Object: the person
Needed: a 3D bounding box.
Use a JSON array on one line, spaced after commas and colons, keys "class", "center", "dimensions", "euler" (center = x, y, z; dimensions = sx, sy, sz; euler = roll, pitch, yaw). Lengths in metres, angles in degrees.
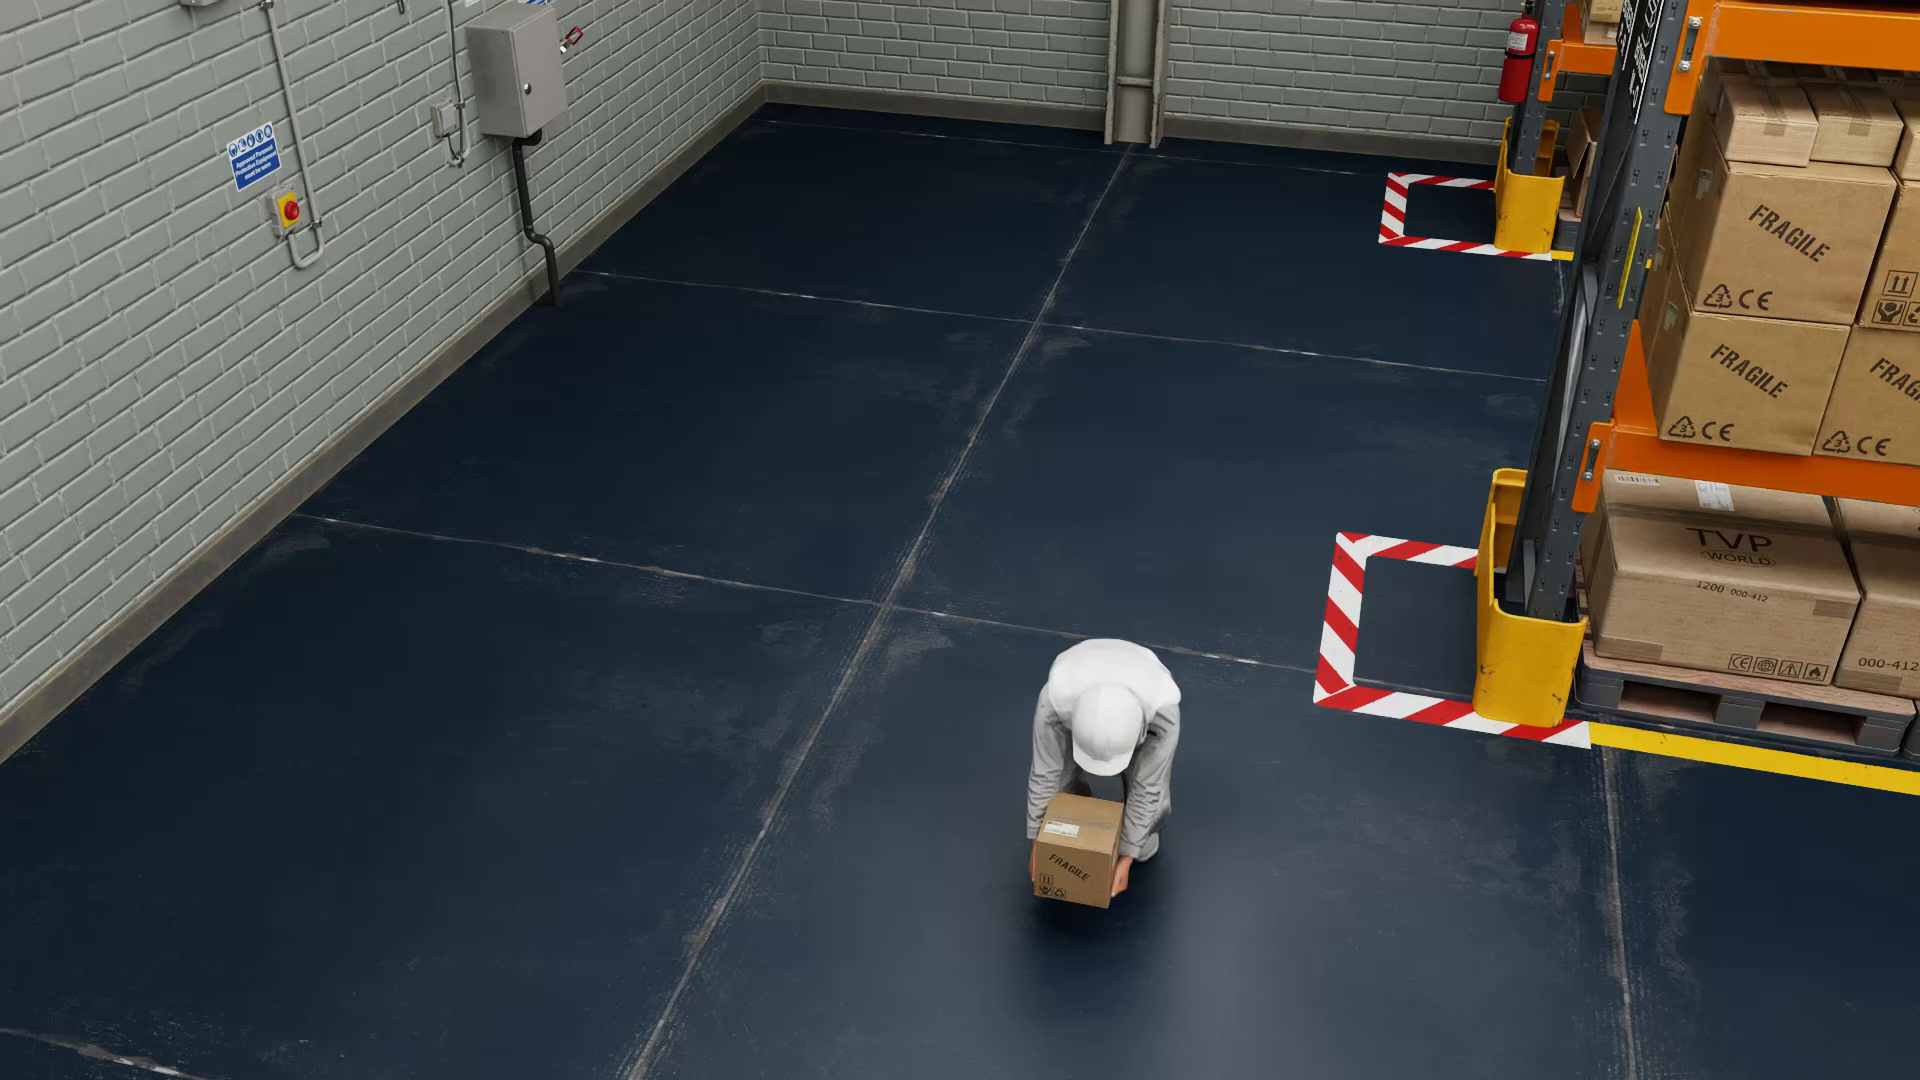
[{"class": "person", "center": [0.500, 0.714, 5.718], "dimensions": [0.499, 1.008, 0.892], "euler": [7, 33, 11]}]
